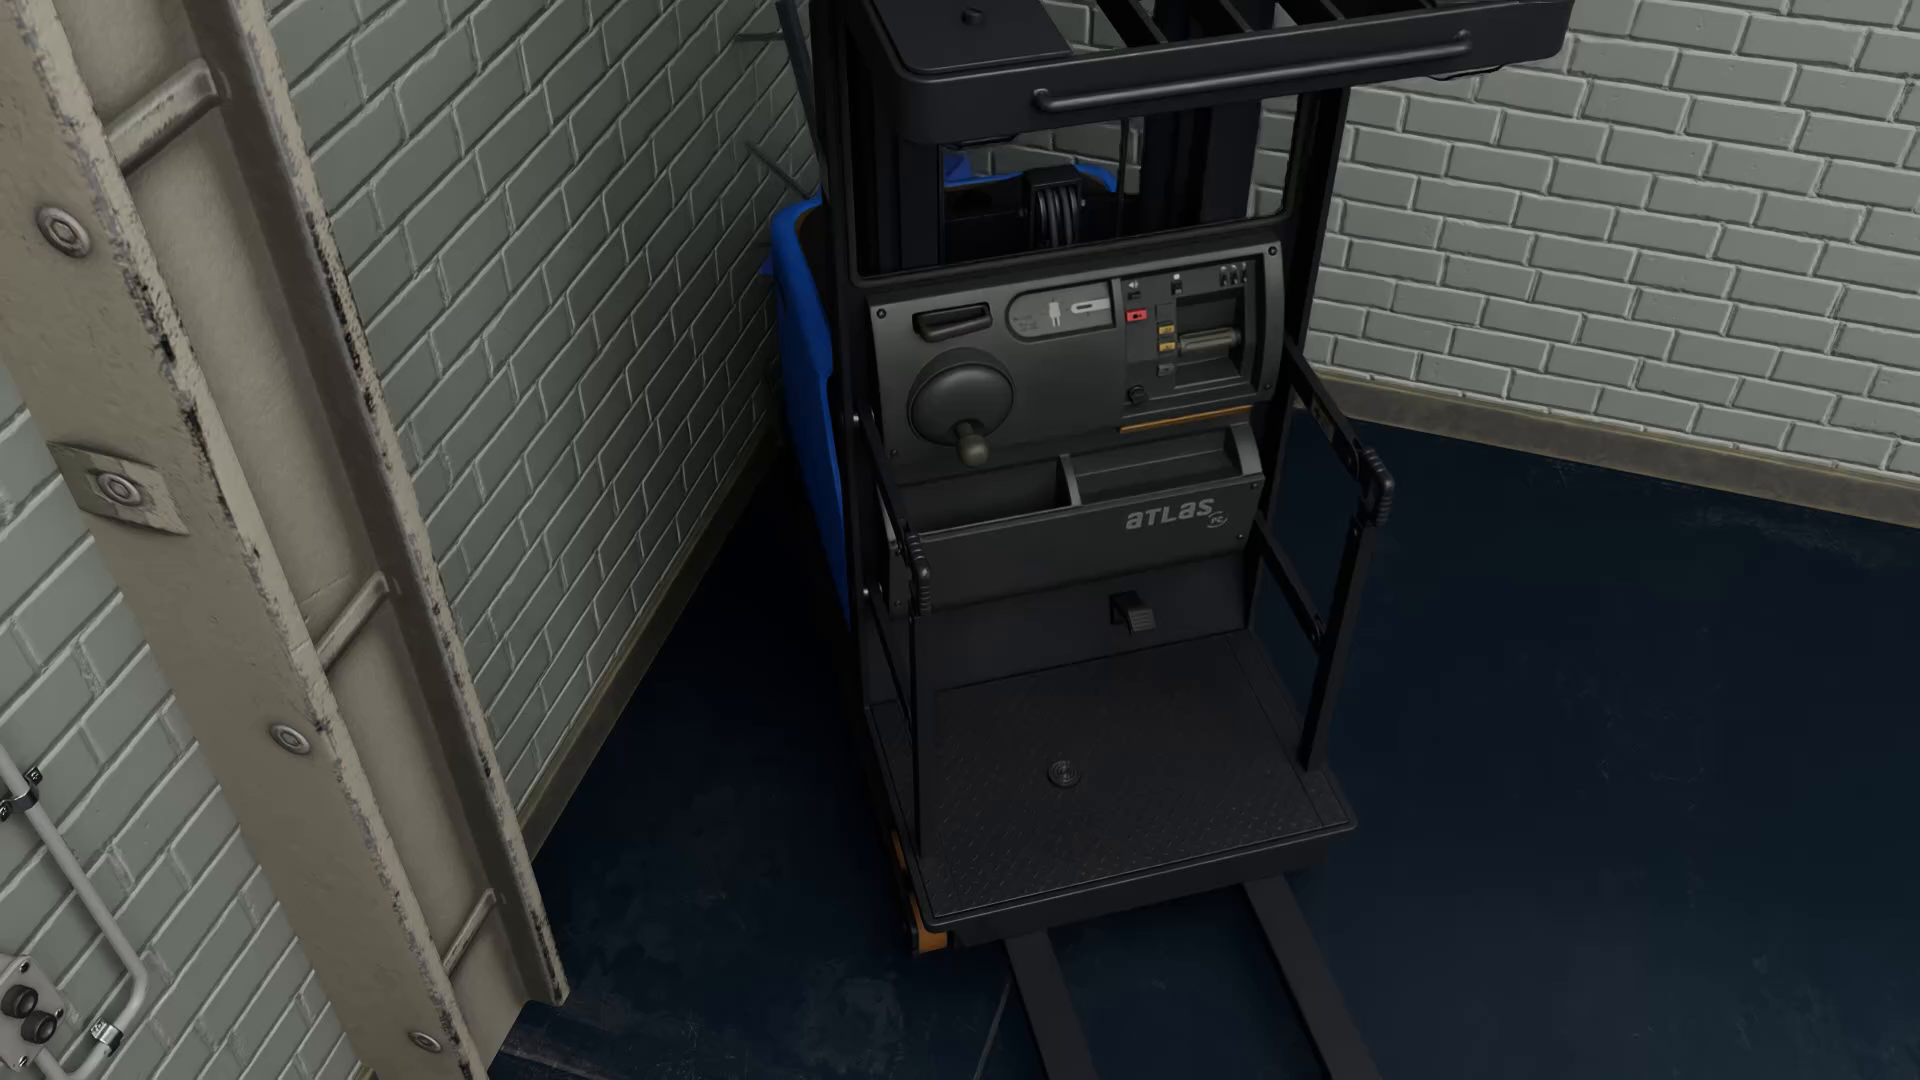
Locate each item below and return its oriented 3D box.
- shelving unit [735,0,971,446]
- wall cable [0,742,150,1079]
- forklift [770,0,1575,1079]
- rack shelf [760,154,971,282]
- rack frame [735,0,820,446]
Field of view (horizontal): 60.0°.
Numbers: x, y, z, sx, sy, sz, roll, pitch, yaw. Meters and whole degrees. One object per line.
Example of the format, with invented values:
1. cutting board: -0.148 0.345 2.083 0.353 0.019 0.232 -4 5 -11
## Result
1. shelving unit: -0.330 -1.200 5.327 0.538 1.500 1.048 6 41 25
2. wall cable: -1.675 0.702 1.662 0.084 1.984 1.851 13 46 13
3. forklift: 0.324 -0.320 3.482 1.130 2.935 3.031 -11 45 -11
4. rack shelf: -0.295 -1.060 5.434 0.538 0.185 1.000 6 41 25
5. rack frame: -0.527 -0.883 4.981 0.500 1.500 0.032 6 41 25
